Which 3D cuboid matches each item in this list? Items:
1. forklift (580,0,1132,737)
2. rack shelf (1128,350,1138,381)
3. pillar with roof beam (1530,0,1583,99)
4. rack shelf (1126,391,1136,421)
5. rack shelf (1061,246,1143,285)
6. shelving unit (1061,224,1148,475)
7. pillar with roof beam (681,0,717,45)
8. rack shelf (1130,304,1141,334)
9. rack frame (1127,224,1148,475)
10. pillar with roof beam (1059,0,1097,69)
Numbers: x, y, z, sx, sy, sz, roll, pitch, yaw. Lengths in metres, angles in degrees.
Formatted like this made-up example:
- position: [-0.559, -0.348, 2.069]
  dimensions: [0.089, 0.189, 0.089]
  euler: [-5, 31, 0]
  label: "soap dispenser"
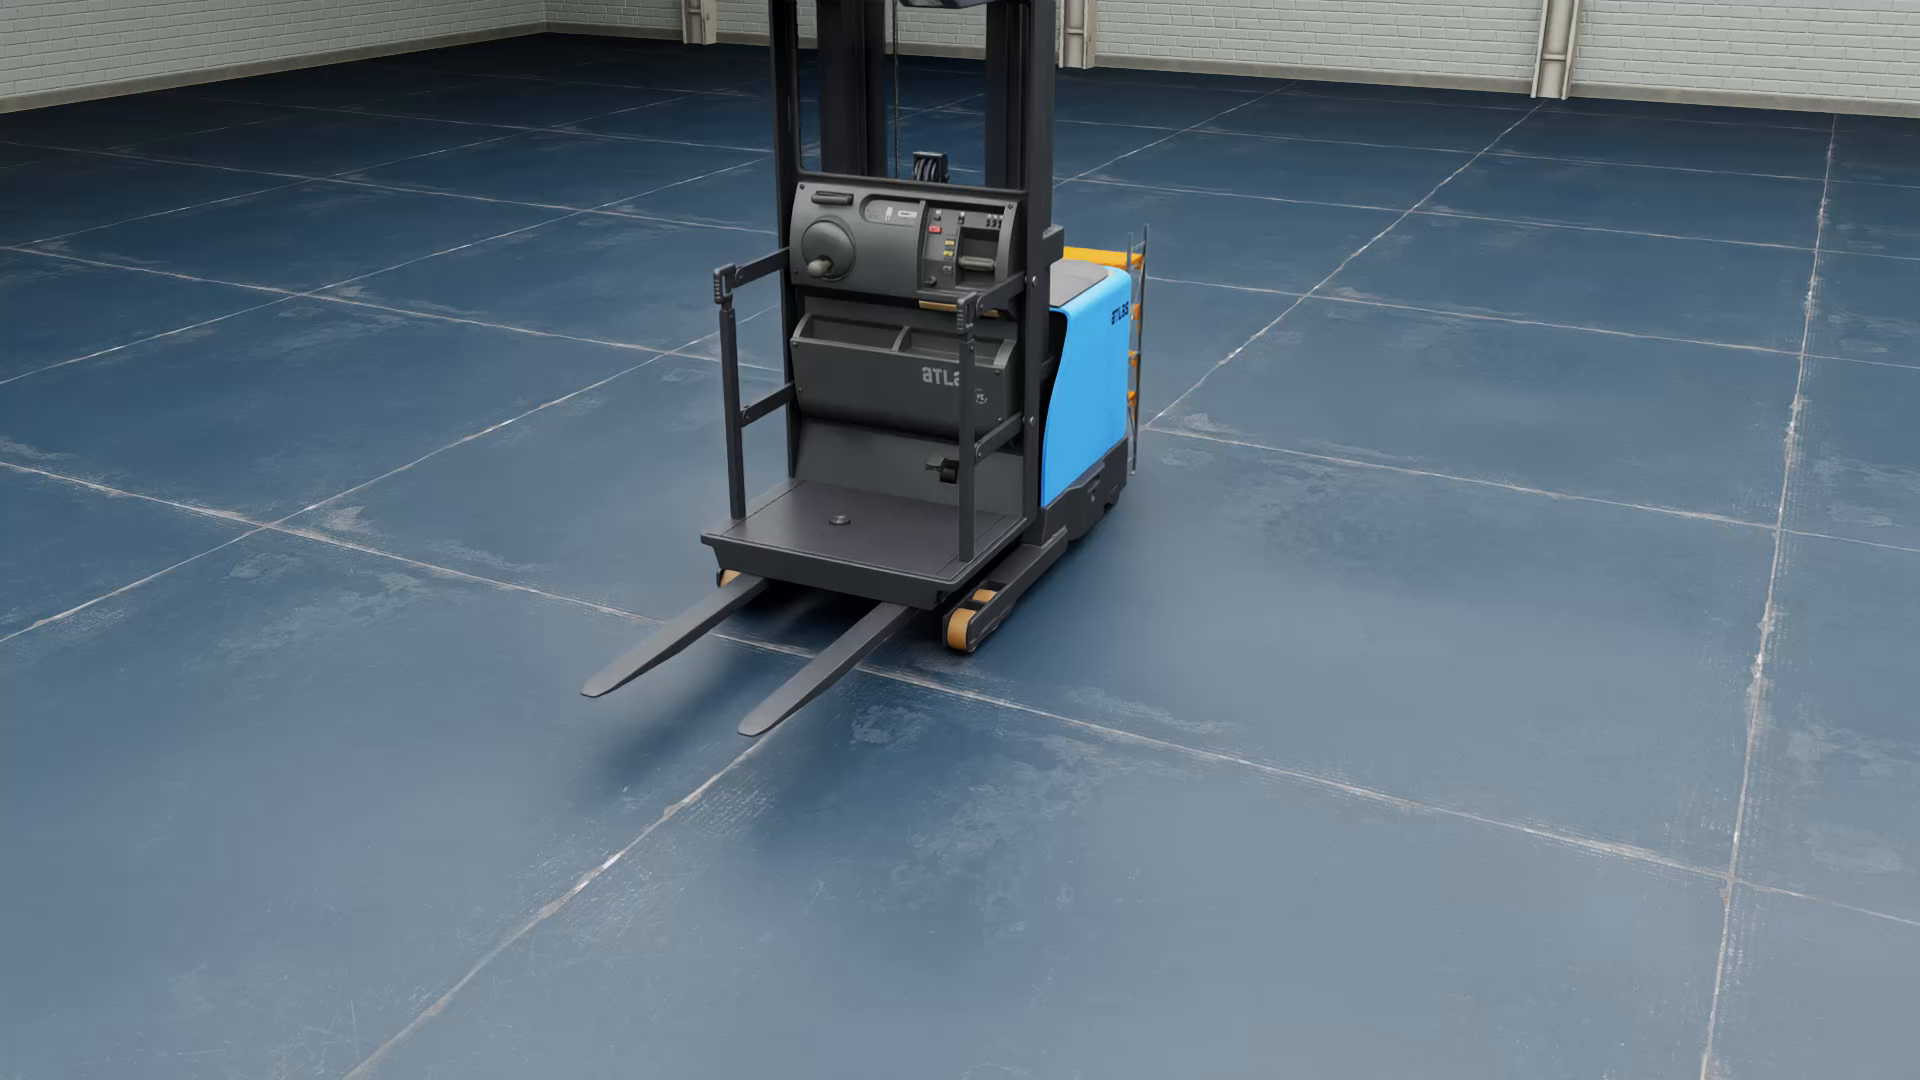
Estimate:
- position: [-0.312, -1.119, 6.136]
  dimensions: [1.130, 2.935, 3.031]
  euler: [10, 25, 23]
  label: "forklift"
- position: [0.575, -0.821, 7.815]
  dimensions: [0.480, 0.148, 0.258]
  euler: [10, 24, 23]
  label: "rack shelf"
- position: [4.955, -7.820, 14.141]
  dimensions: [0.400, 9.000, 9.100]
  euler: [11, 25, 25]
  label: "pillar with roof beam"
- position: [0.574, -0.638, 7.890]
  dimensions: [0.480, 0.148, 0.258]
  euler: [10, 24, 23]
  label: "rack shelf"
- position: [0.578, -1.247, 7.640]
  dimensions: [0.480, 0.148, 0.258]
  euler: [10, 24, 23]
  label: "rack shelf"
- position: [0.576, -0.884, 7.789]
  dimensions: [0.503, 1.200, 0.258]
  euler: [10, 24, 23]
  label: "shelving unit"
- position: [-5.754, -9.939, 19.123]
  dimensions: [0.400, 9.000, 9.100]
  euler: [11, 25, 25]
  label: "pillar with roof beam"
- position: [0.577, -1.028, 7.730]
  dimensions: [0.480, 0.148, 0.258]
  euler: [10, 24, 23]
  label: "rack shelf"
- position: [0.797, -0.843, 7.694]
  dimensions: [0.015, 1.200, 0.240]
  euler: [10, 24, 23]
  label: "rack frame"
- position: [-0.400, -8.880, 16.632]
  dimensions: [0.400, 9.000, 9.100]
  euler: [11, 25, 25]
  label: "pillar with roof beam"
